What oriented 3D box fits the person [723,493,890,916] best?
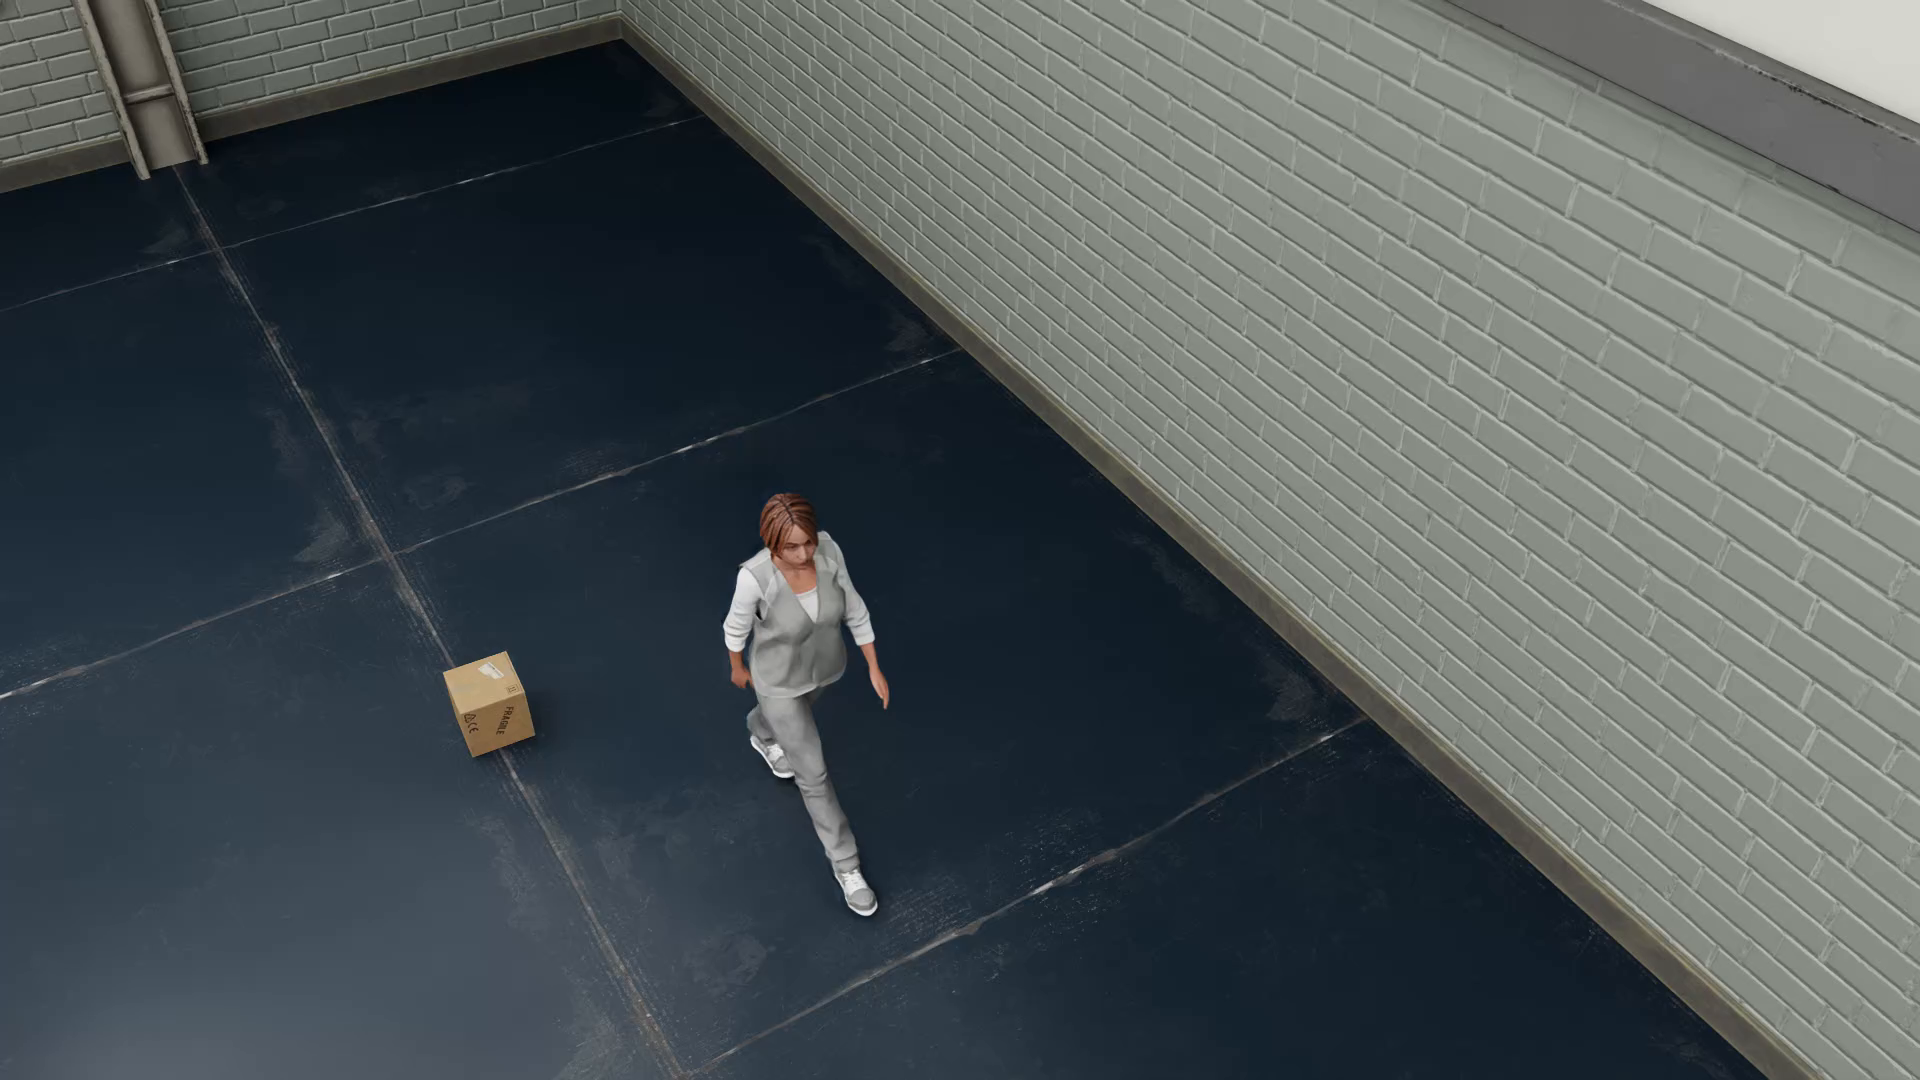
[{"bbox_3d":[-0.511,0.450,5.641,0.444,1.531,0.978,-27,48,-28],"label":"person"}]
